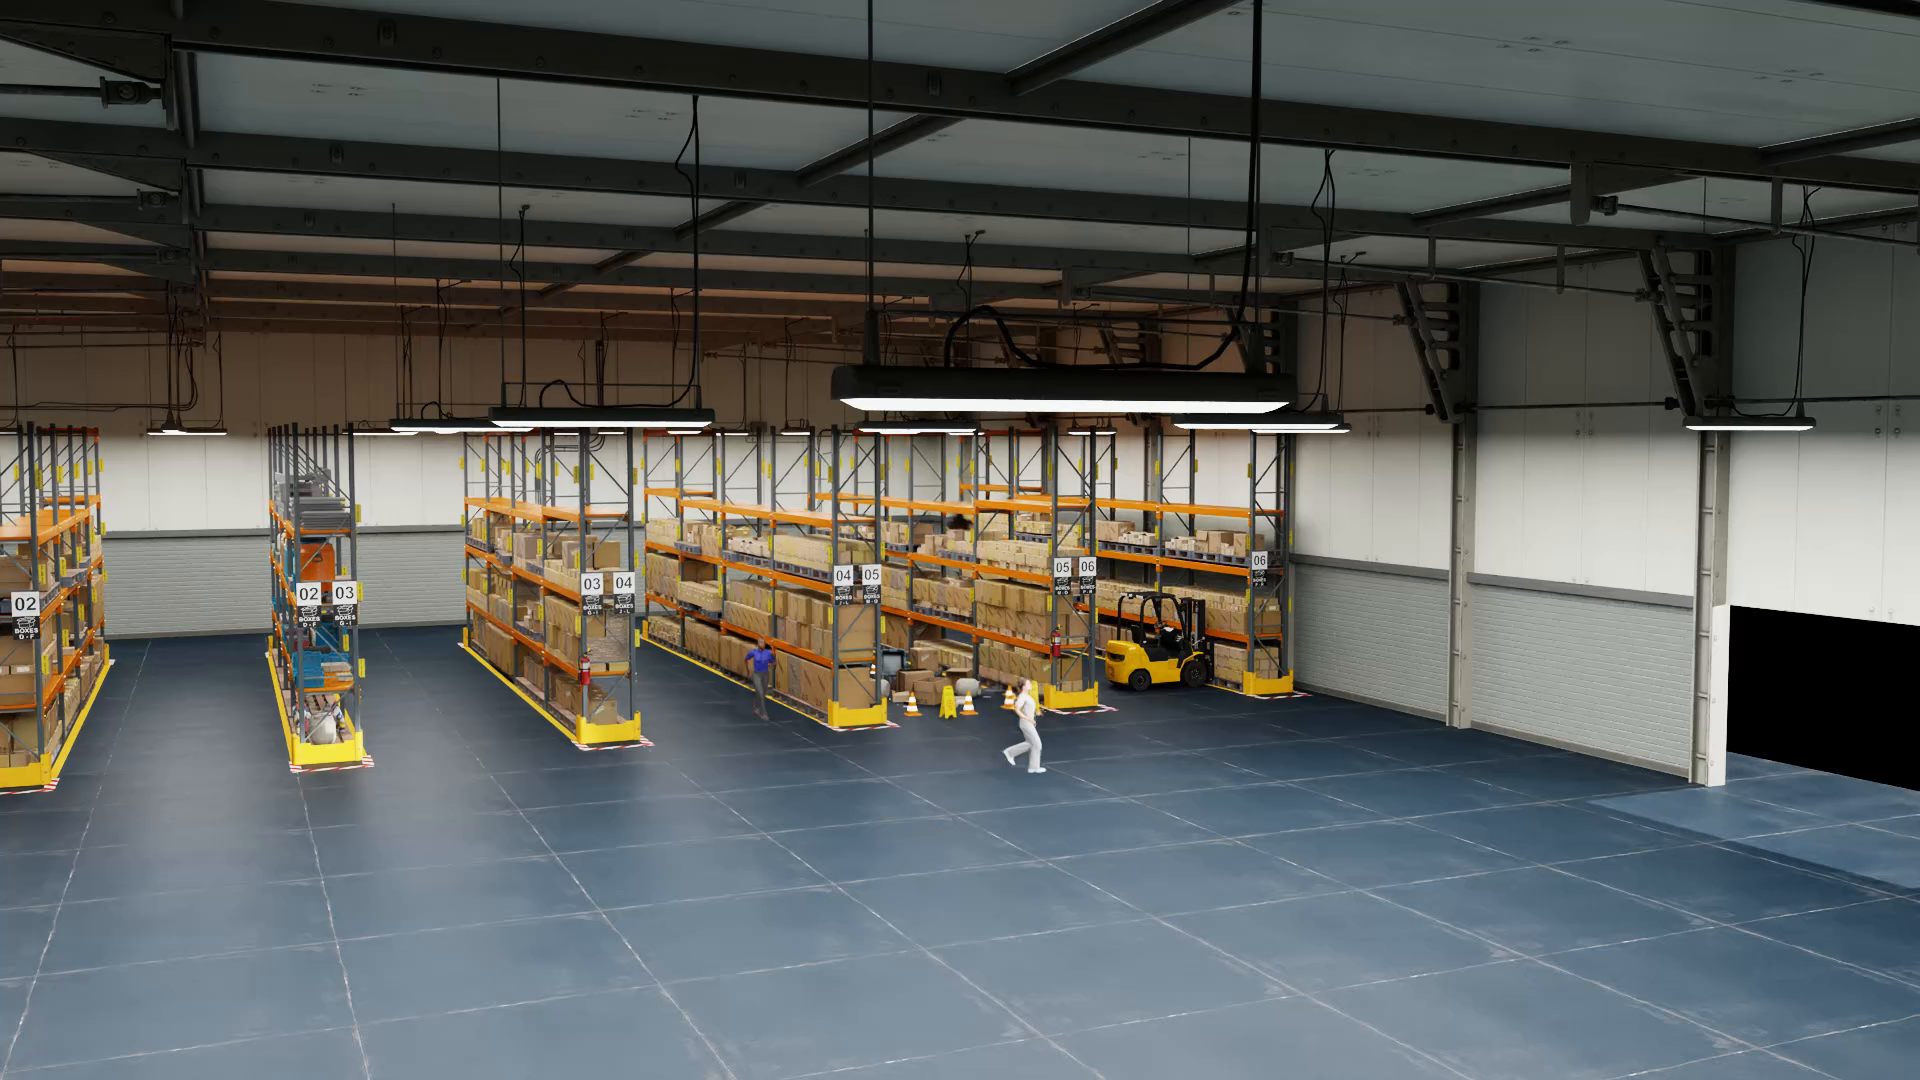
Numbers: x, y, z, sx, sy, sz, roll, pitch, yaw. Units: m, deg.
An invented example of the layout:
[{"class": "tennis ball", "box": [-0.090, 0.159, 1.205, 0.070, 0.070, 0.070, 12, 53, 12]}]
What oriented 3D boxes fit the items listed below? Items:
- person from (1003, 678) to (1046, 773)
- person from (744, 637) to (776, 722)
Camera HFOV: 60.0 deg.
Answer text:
[{"class": "person", "box": [1.100, 3.165, 28.475, 0.753, 1.628, 0.571, 1, 4, 10]}, {"class": "person", "box": [-4.053, 2.803, 33.826, 0.567, 1.661, 0.915, -2, 4, -28]}]
